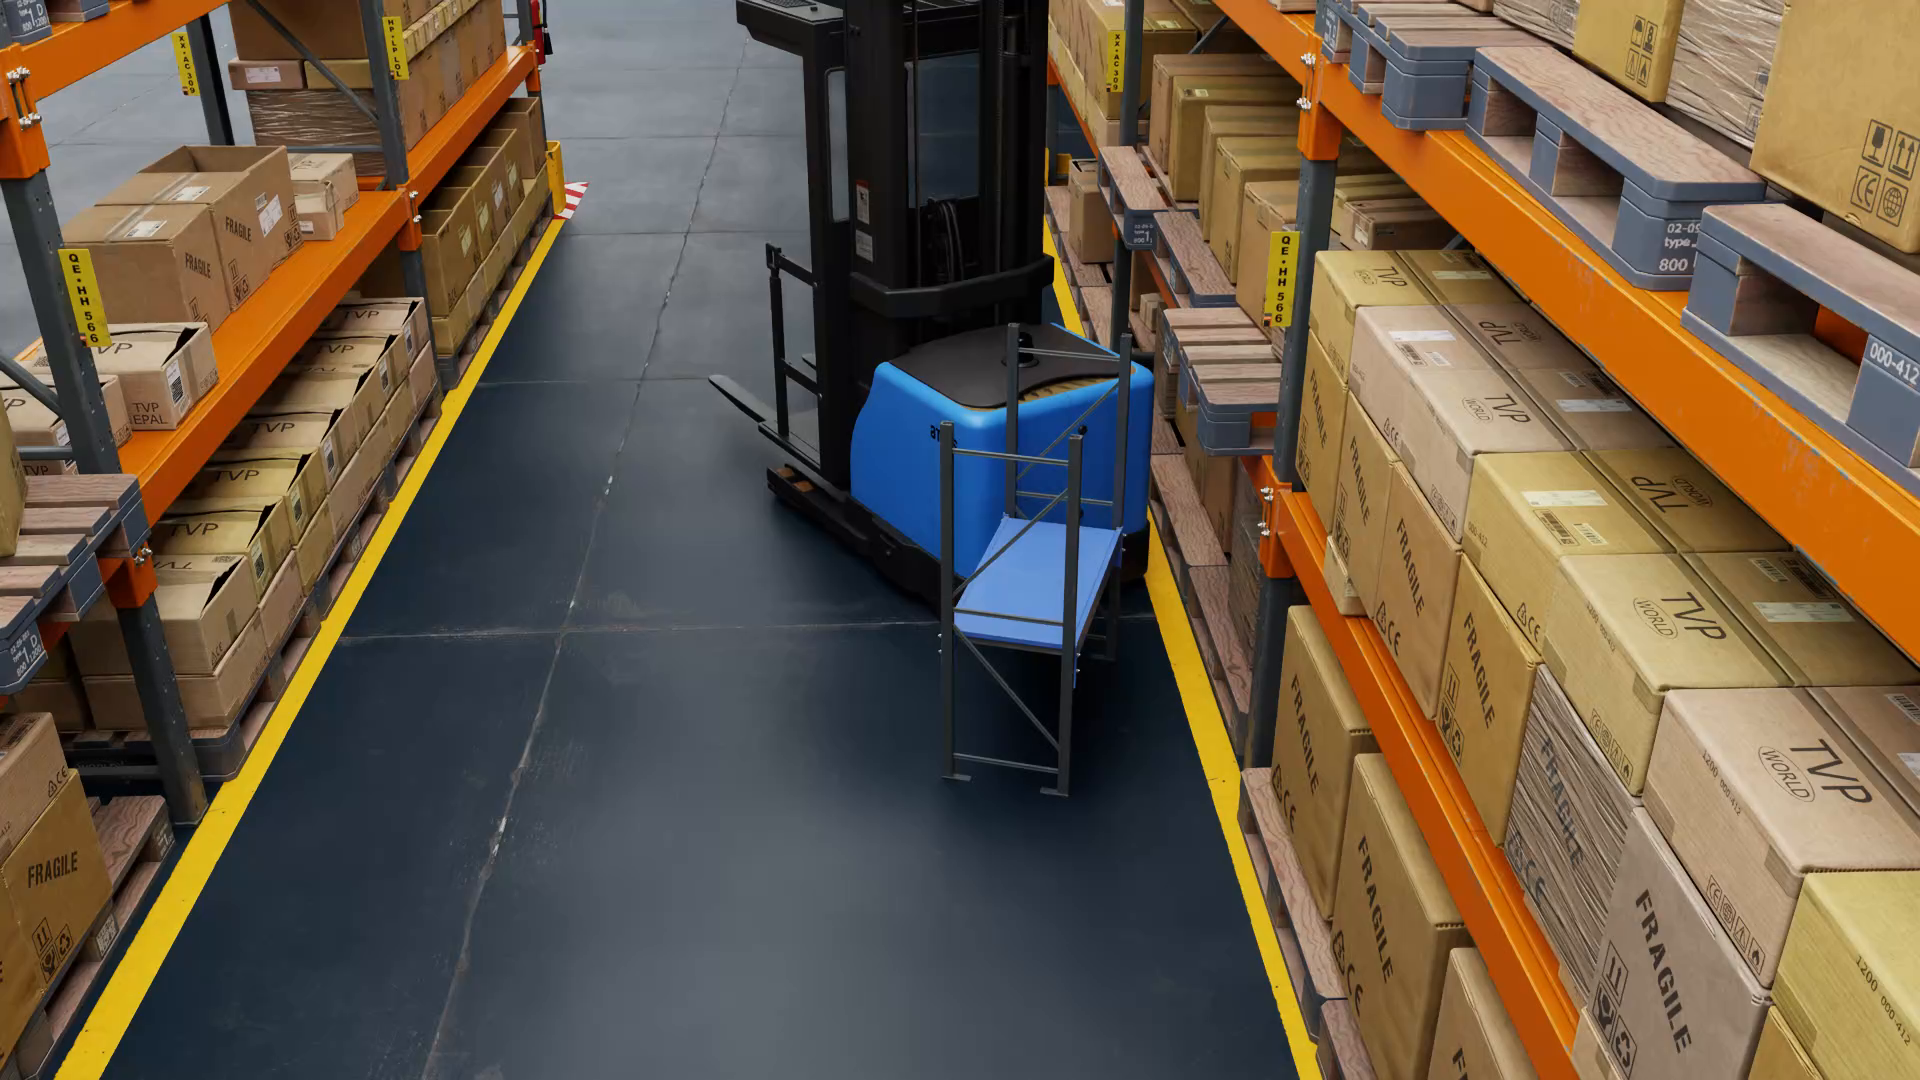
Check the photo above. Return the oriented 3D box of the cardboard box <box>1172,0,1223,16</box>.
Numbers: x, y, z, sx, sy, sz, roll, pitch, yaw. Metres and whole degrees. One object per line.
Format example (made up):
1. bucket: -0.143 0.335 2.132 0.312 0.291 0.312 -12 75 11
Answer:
1. cardboard box: 1.557 -2.980 10.051 0.500 0.500 0.500 -2 28 -3

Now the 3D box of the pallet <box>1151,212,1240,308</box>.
1. pallet: 1.460 -1.225 7.563 1.003 0.211 1.213 -1 28 -3

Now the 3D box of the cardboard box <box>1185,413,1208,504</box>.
1. cardboard box: 1.514 -0.518 8.226 0.700 0.500 0.500 -1 28 -2

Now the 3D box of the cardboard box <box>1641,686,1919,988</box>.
1. cardboard box: 1.517 0.486 2.811 0.500 0.250 0.500 -1 28 -2

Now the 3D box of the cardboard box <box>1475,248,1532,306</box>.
1. cardboard box: 1.887 -0.712 5.109 0.500 0.250 0.500 -1 28 -1

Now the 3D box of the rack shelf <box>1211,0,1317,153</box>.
1. rack shelf: 1.500 -2.332 7.012 1.077 0.370 4.000 -1 28 -3

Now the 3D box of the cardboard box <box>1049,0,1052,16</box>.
1. cardboard box: 0.912 -4.139 12.272 0.500 0.500 0.500 -1 28 -3

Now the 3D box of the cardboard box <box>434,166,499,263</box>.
1. cardboard box: -3.315 -2.106 10.753 0.500 0.500 0.500 -1 28 -3

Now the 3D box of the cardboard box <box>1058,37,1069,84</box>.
1. cardboard box: 0.957 -3.326 11.524 0.500 0.250 0.500 -2 28 -3

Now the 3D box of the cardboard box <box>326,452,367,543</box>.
1. cardboard box: -3.163 -0.201 7.911 0.500 0.250 0.500 -1 28 -2

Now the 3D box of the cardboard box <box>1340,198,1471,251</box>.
1. cardboard box: 1.557 -1.083 5.797 0.380 0.149 0.250 -5 28 -9

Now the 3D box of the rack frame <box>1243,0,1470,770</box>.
1. rack frame: 1.605 -0.397 5.768 1.000 3.000 0.127 -1 28 -3

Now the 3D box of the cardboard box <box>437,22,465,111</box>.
1. cardboard box: -3.665 -3.084 10.811 0.700 0.500 0.500 -1 28 -1

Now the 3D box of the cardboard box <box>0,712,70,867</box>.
1. cardboard box: -3.052 0.757 4.971 0.500 0.250 0.500 0 28 -1

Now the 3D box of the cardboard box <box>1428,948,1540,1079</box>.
1. cardboard box: 1.600 1.509 3.983 0.750 0.750 0.750 -1 28 -1

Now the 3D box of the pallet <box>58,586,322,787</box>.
1. pallet: -3.346 0.579 6.911 1.003 0.211 1.213 -1 28 -3

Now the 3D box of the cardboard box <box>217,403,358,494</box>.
1. cardboard box: -3.164 -0.456 7.793 0.500 0.311 0.500 -2 28 -3

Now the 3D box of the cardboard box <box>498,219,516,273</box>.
1. cardboard box: -3.346 -2.005 11.369 0.500 0.250 0.500 -1 28 -3

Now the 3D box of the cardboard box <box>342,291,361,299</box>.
1. cardboard box: -3.793 -1.299 10.016 0.500 0.250 0.500 -1 28 -3

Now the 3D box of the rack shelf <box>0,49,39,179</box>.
1. rack shelf: -3.238 -0.363 3.237 1.077 0.370 4.000 -1 28 -3

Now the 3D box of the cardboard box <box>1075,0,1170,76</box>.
1. cardboard box: 1.015 -3.193 10.459 0.500 0.500 0.500 -2 28 -4

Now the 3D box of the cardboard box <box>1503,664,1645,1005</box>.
1. cardboard box: 1.483 0.590 3.423 0.500 0.500 0.500 -1 28 -3

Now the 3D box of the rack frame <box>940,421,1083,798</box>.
1. rack frame: 0.176 0.285 6.083 0.500 1.500 0.032 7 28 13

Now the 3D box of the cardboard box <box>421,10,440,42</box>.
1. cardboard box: -3.443 -3.179 10.292 0.380 0.149 0.250 -2 28 -4

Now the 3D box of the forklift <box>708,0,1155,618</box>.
1. forklift: -0.343 -1.542 8.037 1.130 2.935 3.031 -17 32 -29

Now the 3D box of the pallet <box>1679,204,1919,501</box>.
1. pallet: 1.716 -0.217 2.386 0.805 0.209 1.217 -2 28 -5

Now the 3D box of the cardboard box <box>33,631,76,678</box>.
1. cardboard box: -3.615 0.272 6.397 0.500 0.311 0.500 -1 28 -1

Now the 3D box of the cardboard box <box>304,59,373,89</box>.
1. cardboard box: -3.372 -2.584 9.151 0.380 0.149 0.250 -1 28 -3

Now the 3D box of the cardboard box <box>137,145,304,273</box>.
1. cardboard box: -3.500 -1.569 7.907 0.500 0.500 0.500 1 28 1

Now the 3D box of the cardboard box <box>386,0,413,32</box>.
1. cardboard box: -3.608 -3.181 9.594 0.700 0.500 0.500 -1 28 -3

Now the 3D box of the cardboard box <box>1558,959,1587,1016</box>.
1. cardboard box: 1.489 0.931 3.470 0.380 0.149 0.250 -1 28 -3

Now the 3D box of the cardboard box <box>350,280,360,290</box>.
1. cardboard box: -3.808 -1.863 10.286 0.500 0.500 0.500 -1 28 -3

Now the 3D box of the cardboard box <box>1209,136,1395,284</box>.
1. cardboard box: 1.483 -1.428 7.161 0.700 0.500 0.500 -1 28 -3

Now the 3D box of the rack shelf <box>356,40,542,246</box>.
1. rack shelf: -3.655 -2.728 11.014 1.077 0.370 4.000 -1 28 -3

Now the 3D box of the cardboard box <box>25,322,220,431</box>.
1. cardboard box: -3.195 -0.654 6.357 0.500 0.311 0.500 -2 28 -3

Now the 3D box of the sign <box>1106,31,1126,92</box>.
1. sign: 0.854 -2.612 9.078 0.100 0.325 0.005 -1 28 -3

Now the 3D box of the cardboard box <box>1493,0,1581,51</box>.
1. cardboard box: 1.767 -1.501 4.056 0.700 0.500 0.500 -3 28 -5

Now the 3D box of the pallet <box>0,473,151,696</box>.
1. pallet: -3.237 0.120 4.983 1.213 0.211 1.003 -1 28 -3

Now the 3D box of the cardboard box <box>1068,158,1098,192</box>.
1. cardboard box: 1.133 -2.773 12.755 0.500 0.311 0.500 -4 28 -8

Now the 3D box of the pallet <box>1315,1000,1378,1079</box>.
1. pallet: 1.631 1.767 4.634 1.003 0.211 1.213 -1 28 -3

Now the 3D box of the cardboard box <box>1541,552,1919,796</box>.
1. cardboard box: 1.490 0.251 3.263 0.500 0.250 0.500 -1 28 -2

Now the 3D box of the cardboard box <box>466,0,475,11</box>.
1. cardboard box: -3.496 -3.654 11.203 0.380 0.149 0.250 -1 28 -1

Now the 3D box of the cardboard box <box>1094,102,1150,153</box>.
1. cardboard box: 1.068 -2.398 9.745 0.500 0.250 0.500 -1 28 -3

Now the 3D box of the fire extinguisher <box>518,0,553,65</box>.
1. fire extinguisher: -3.302 -4.002 12.763 0.296 0.674 0.183 -1 28 -3

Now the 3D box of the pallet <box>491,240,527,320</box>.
1. pallet: -3.617 -1.820 11.511 1.003 0.211 1.213 -1 28 -3

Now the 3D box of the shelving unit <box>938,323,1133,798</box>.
1. shelving unit: 0.306 0.057 6.518 0.538 1.500 1.048 7 28 13

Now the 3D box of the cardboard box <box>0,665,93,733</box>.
1. cardboard box: -3.613 0.520 6.529 0.500 0.250 0.500 -1 28 -1

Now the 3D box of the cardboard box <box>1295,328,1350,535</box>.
1. cardboard box: 1.374 -0.352 5.230 0.500 0.500 0.500 -1 28 -1
